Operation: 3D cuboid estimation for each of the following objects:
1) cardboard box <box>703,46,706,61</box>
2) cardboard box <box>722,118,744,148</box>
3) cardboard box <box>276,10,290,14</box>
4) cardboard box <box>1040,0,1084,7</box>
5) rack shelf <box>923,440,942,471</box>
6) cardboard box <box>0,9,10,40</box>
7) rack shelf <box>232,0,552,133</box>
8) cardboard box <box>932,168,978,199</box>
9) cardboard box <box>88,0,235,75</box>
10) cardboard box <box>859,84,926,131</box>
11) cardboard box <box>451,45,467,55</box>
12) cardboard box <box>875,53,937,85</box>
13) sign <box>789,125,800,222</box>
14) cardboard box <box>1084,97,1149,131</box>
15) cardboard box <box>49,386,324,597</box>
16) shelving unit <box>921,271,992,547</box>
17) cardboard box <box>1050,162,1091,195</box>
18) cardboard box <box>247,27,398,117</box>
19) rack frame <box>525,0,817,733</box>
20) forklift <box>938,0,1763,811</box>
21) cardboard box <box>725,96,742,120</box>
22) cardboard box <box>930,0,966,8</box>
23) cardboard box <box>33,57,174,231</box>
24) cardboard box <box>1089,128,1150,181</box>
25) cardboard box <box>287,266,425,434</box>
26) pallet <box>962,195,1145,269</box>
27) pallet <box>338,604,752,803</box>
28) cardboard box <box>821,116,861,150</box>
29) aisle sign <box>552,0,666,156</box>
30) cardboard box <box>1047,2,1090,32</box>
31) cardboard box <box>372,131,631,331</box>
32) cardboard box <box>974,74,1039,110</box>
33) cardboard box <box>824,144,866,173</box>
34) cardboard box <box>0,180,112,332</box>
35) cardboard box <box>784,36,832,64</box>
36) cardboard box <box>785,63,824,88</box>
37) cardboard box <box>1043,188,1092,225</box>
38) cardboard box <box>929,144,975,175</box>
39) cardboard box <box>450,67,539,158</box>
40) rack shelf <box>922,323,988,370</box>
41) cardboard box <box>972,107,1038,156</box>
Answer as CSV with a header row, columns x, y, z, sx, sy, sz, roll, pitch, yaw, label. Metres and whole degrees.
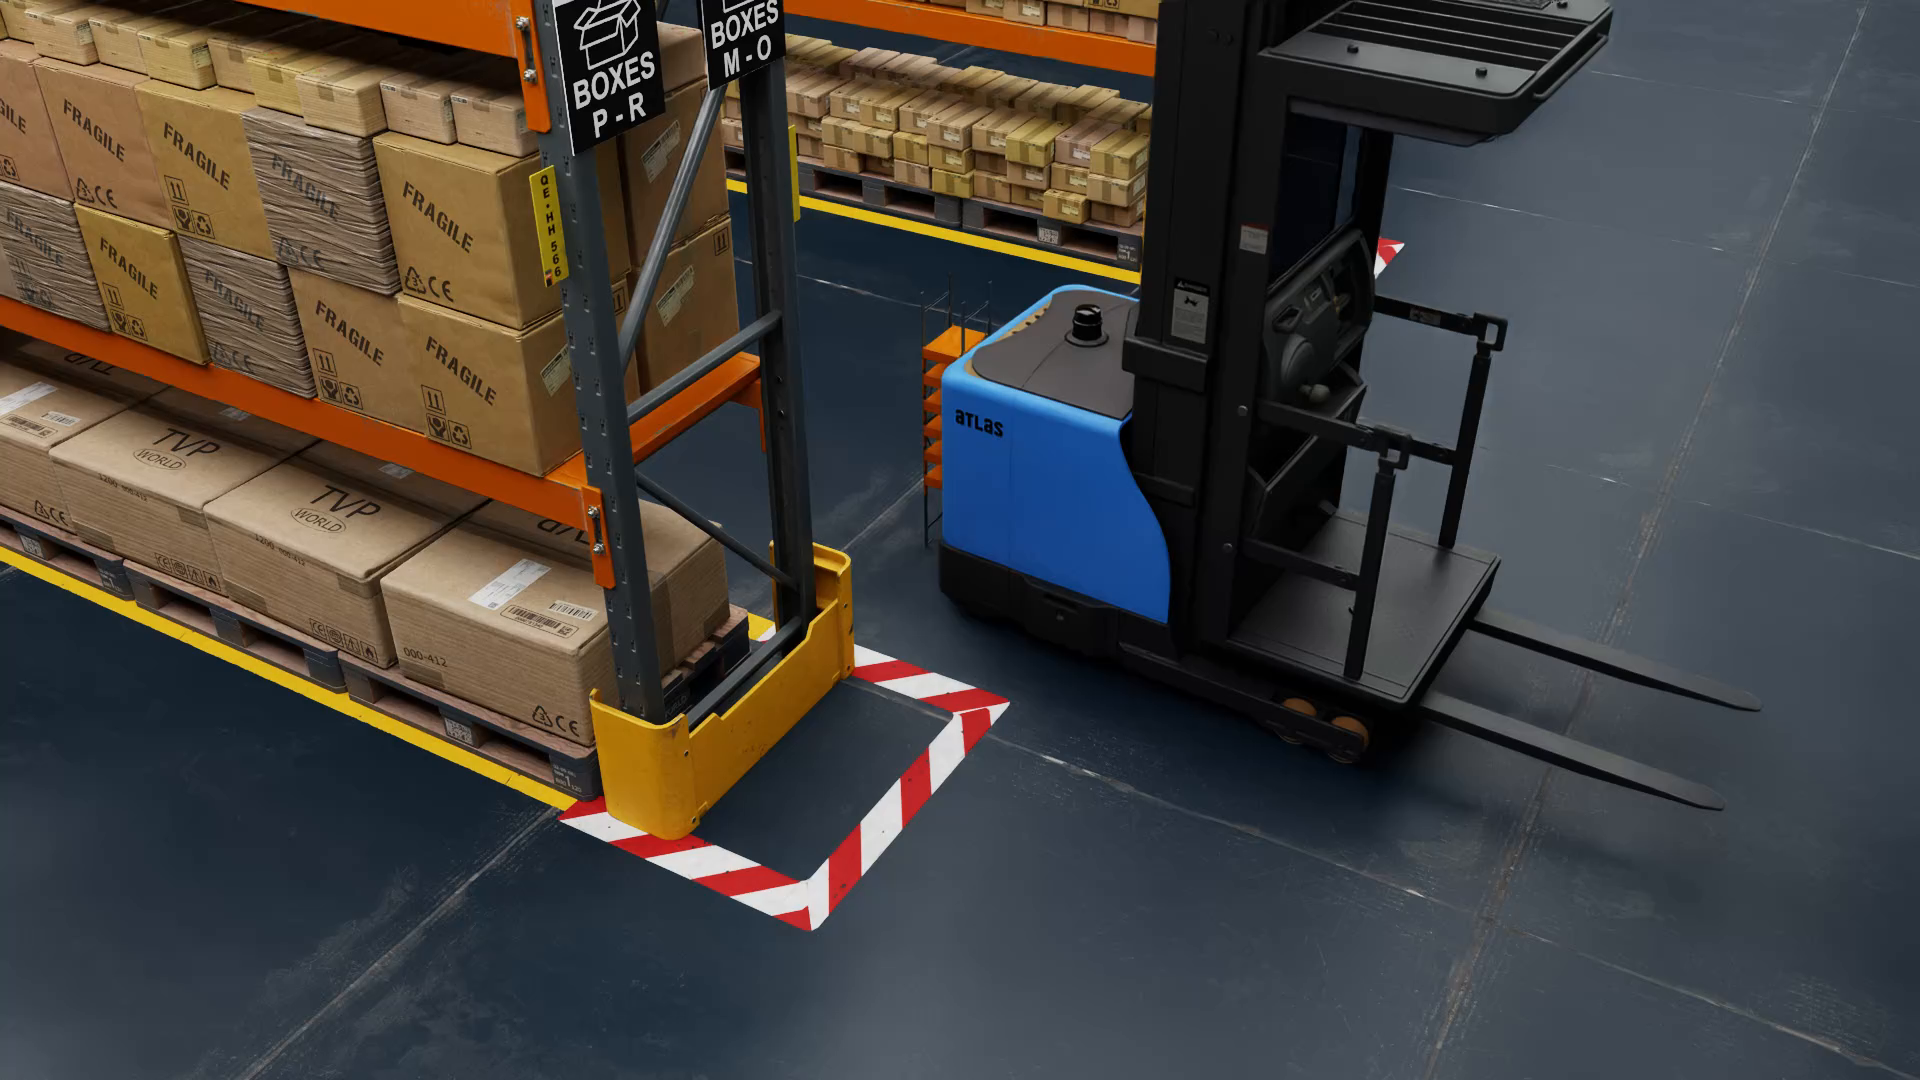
x,y,z,sx,sy,sz,roll,pitch,yaw,label
-1.754,-3.090,10.841,0.250,0.149,0.380,19,38,26,cardboard box
-1.321,-2.666,10.740,0.250,0.149,0.380,17,37,24,cardboard box
-2.136,-1.861,5.762,0.250,0.149,0.380,18,38,25,cardboard box
0.560,-3.258,9.078,0.500,0.500,0.500,17,37,24,cardboard box
-0.013,-0.367,7.015,0.180,0.103,0.258,18,37,24,rack shelf
-3.299,-1.858,5.756,0.250,0.149,0.380,16,37,23,cardboard box
-2.583,-2.038,5.547,4.000,0.370,1.077,18,37,24,rack shelf
0.028,-2.219,10.069,0.250,0.149,0.380,16,37,22,cardboard box
-2.611,-1.675,5.481,0.250,0.149,0.380,19,38,26,cardboard box
-0.410,-2.648,10.177,0.250,0.149,0.380,18,38,25,cardboard box
-1.449,-1.662,5.462,0.250,0.149,0.380,19,38,26,cardboard box
-0.344,-2.989,10.688,0.250,0.149,0.380,16,37,23,cardboard box
-0.566,-1.198,5.490,0.005,0.325,0.100,18,37,24,sign
0.937,-2.510,9.970,0.250,0.149,0.380,18,38,25,cardboard box
-3.050,-0.277,6.893,0.875,0.438,0.875,16,37,23,cardboard box
-0.013,-0.503,6.923,0.189,1.200,0.258,18,37,24,shelving unit
0.722,-2.166,9.722,0.250,0.149,0.380,17,37,23,cardboard box
-1.954,-1.447,5.139,0.250,0.149,0.380,18,38,25,cardboard box
-0.846,-0.539,5.353,0.127,3.000,1.000,18,37,24,rack frame
1.430,-0.748,5.729,3.031,2.935,1.130,20,38,27,forklift
-1.301,-2.831,10.720,0.250,0.149,0.380,17,37,24,cardboard box
0.024,-3.195,9.568,0.250,0.149,0.380,16,37,22,cardboard box
-2.715,-1.421,5.686,0.500,0.500,0.500,17,37,24,cardboard box
0.937,-2.208,9.516,0.250,0.149,0.380,18,38,25,cardboard box
-1.824,-0.731,5.551,0.500,0.500,0.500,17,37,23,cardboard box
0.769,-2.050,10.137,1.213,0.211,1.003,18,37,24,pallet
-1.579,0.439,6.400,1.213,0.211,1.003,18,37,24,pallet
-0.653,-2.569,10.326,0.250,0.149,0.380,17,37,24,cardboard box
-0.937,-1.452,4.379,0.004,0.787,0.394,18,37,24,aisle sign
0.676,-2.946,9.195,0.250,0.149,0.380,17,37,24,cardboard box
-1.383,-1.015,5.075,0.500,0.500,0.500,19,38,26,cardboard box
0.289,-2.750,10.330,0.250,0.149,0.380,19,38,26,cardboard box
-0.647,-2.445,10.409,0.250,0.149,0.380,17,37,23,cardboard box
-3.178,-1.145,6.174,0.500,0.500,0.500,18,38,25,cardboard box
-1.051,-3.196,11.000,0.250,0.149,0.380,17,37,24,cardboard box
-1.063,-2.879,10.524,0.250,0.149,0.380,17,37,23,cardboard box
0.688,-2.003,9.745,0.250,0.149,0.380,19,38,26,cardboard box
0.014,-2.347,9.993,0.250,0.149,0.380,18,38,25,cardboard box
-1.257,-1.269,4.872,0.250,0.149,0.380,18,38,25,cardboard box
-0.013,-0.766,6.749,0.180,0.103,0.258,18,37,24,rack shelf
0.266,-2.417,9.830,0.250,0.149,0.380,16,37,23,cardboard box
